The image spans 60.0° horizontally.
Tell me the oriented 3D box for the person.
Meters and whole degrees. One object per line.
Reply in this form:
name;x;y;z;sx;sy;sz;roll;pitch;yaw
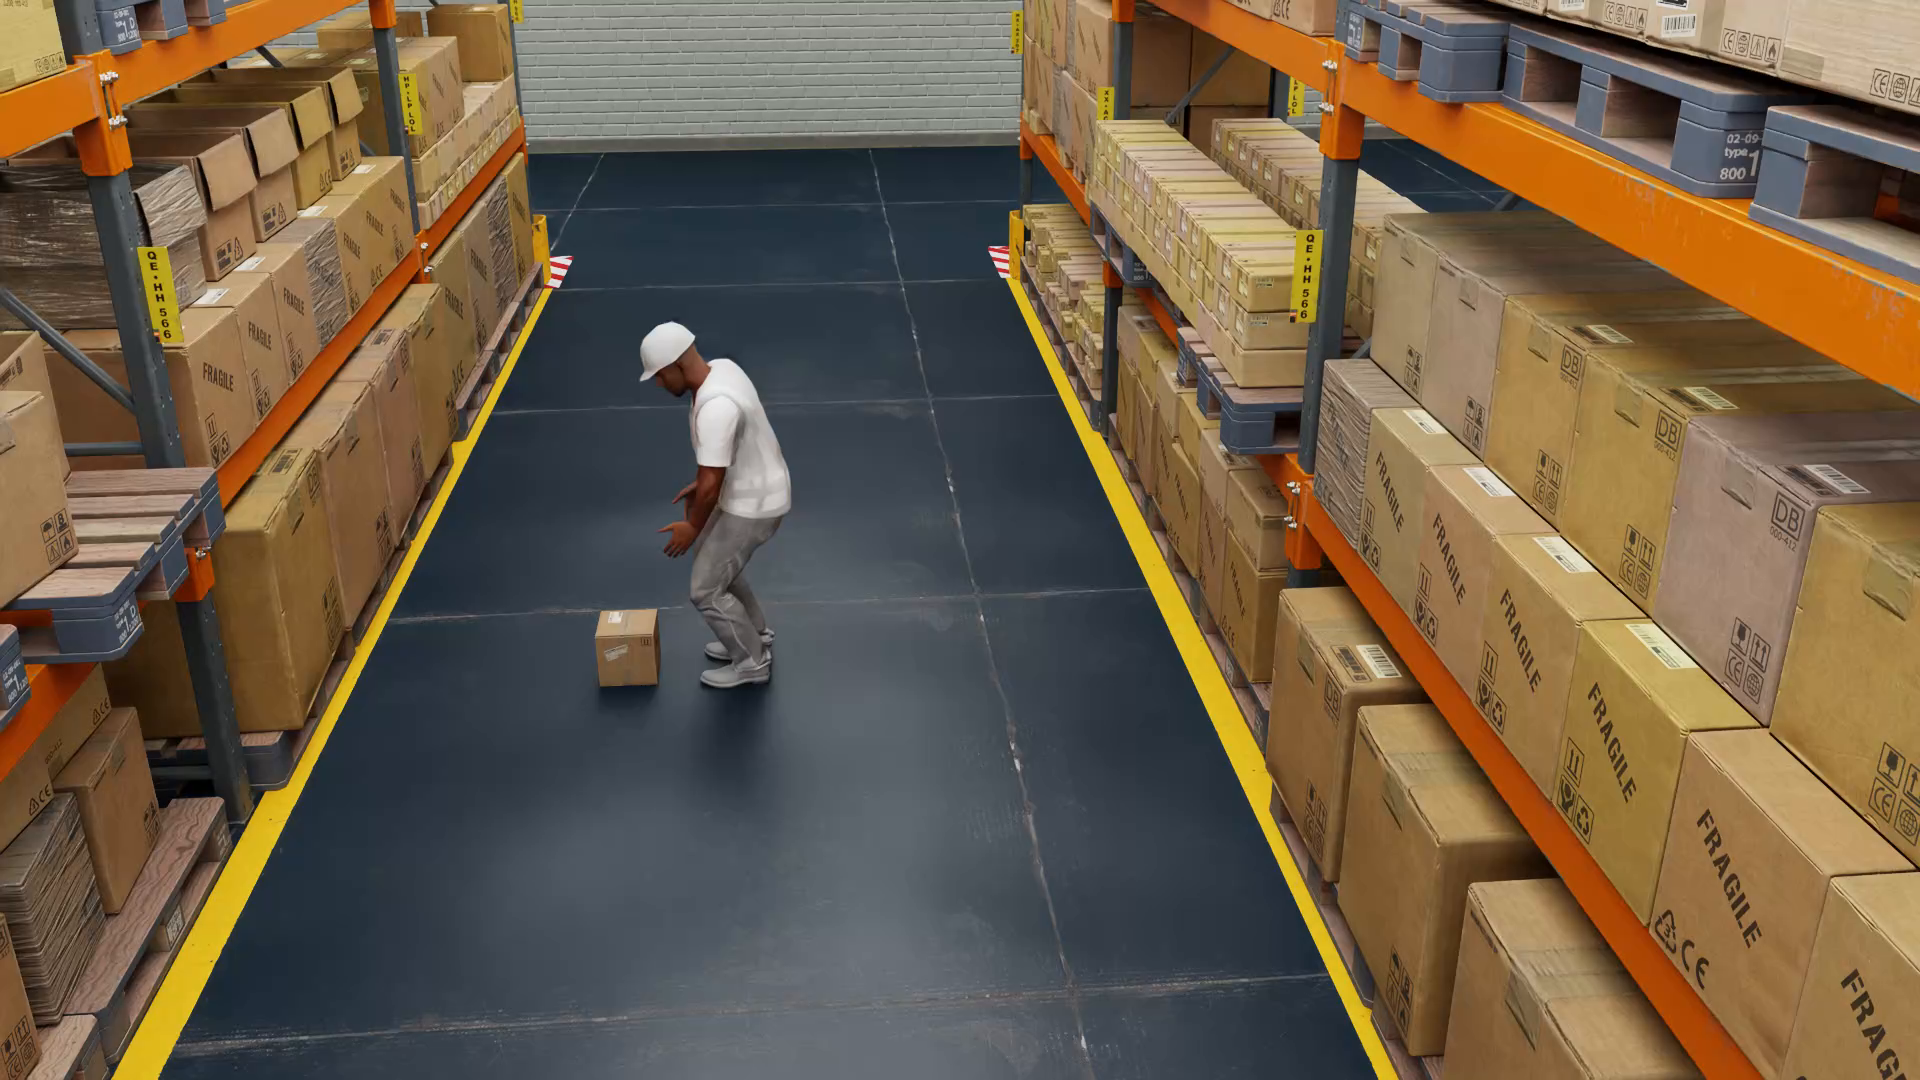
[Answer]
person;-1.020;-0.150;7.108;0.599;1.613;0.616;-2;24;-4
